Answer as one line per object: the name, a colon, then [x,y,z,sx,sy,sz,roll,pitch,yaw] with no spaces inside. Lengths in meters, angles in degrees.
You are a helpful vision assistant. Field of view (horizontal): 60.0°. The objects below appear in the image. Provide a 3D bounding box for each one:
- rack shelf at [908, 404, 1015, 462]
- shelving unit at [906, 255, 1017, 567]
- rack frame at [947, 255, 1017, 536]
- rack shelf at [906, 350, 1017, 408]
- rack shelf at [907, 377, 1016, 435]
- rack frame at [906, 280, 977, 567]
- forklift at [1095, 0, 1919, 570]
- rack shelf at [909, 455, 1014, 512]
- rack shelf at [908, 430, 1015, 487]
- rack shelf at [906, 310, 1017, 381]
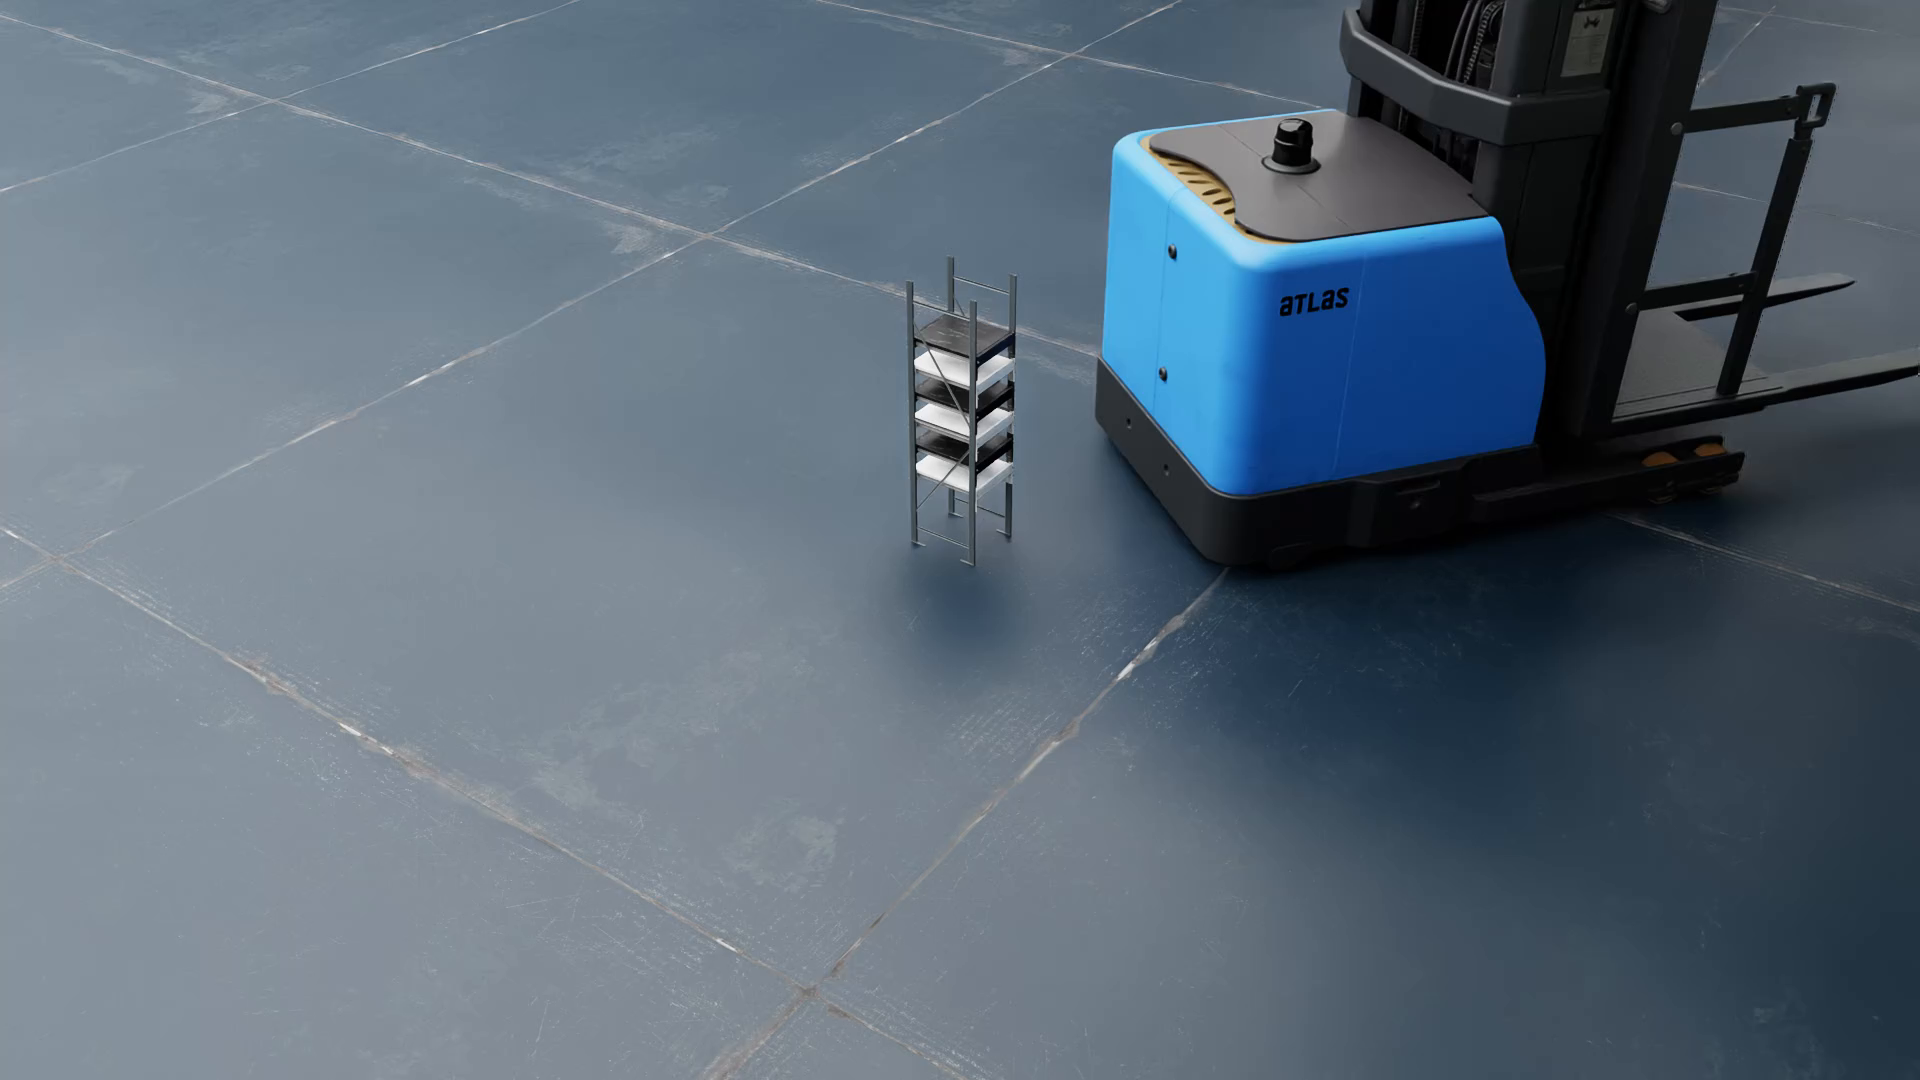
rack shelf: [0.005,-0.349,5.022,0.258,0.077,0.200,21,39,28]
shelving unit: [0.005,-0.376,5.003,0.258,0.900,0.210,21,39,28]
rack frame: [0.063,-0.423,5.073,0.240,0.900,0.006,21,39,28]
rack shelf: [0.005,-0.498,4.921,0.258,0.077,0.200,21,39,28]
rack shelf: [0.005,-0.423,4.972,0.258,0.077,0.200,21,39,28]
rack frame: [-0.053,-0.330,4.934,0.240,0.900,0.006,21,39,28]
forklift: [2.041,-1.603,5.004,3.031,2.935,1.130,-10,35,-15]
rack shelf: [0.005,-0.200,5.123,0.258,0.077,0.200,21,39,28]
rack shelf: [0.005,-0.274,5.073,0.258,0.077,0.200,21,39,28]
rack shelf: [0.005,-0.573,4.871,0.258,0.077,0.200,21,39,28]
